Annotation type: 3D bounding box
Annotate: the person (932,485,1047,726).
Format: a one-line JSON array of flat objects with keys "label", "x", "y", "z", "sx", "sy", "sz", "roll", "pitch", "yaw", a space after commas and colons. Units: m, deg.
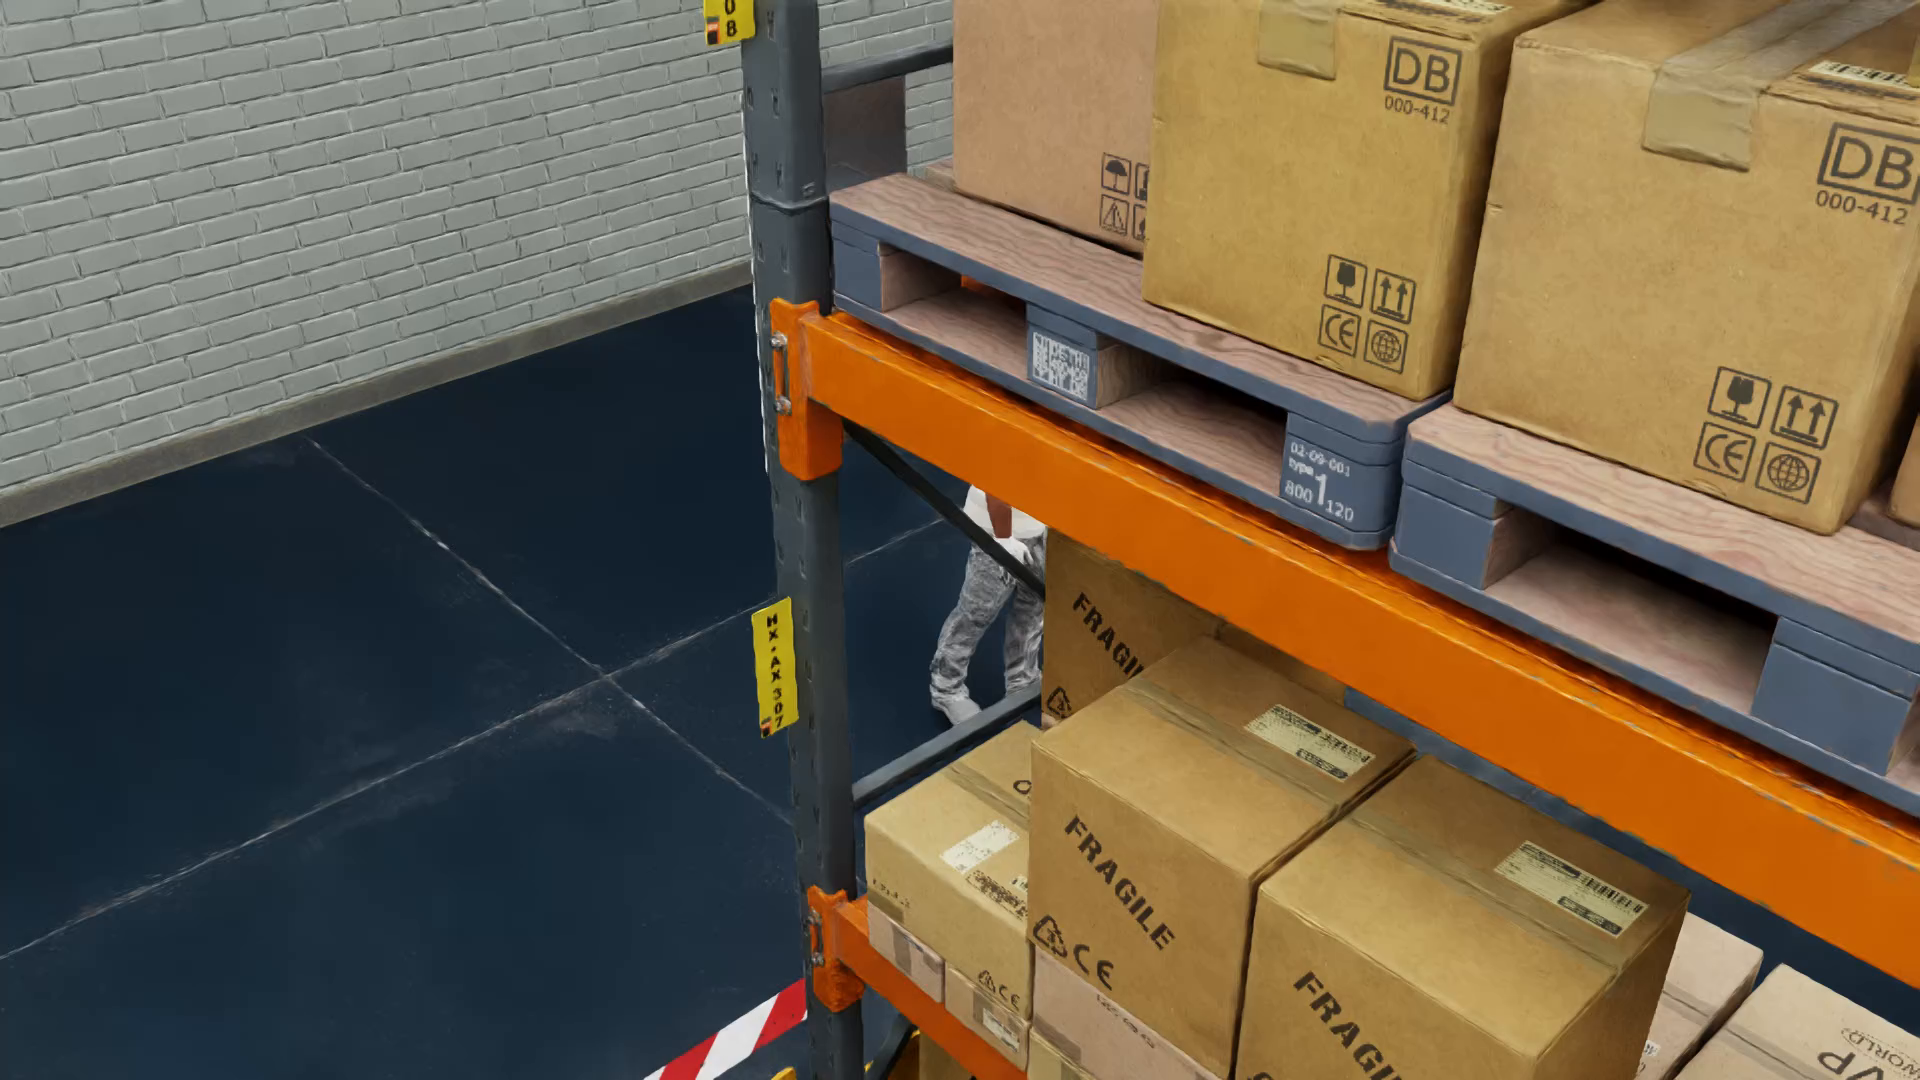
[{"label": "person", "x": 0.185, "y": -0.095, "z": 6.273, "sx": 0.568, "sy": 1.777, "sz": 0.574, "roll": 7, "pitch": 32, "yaw": 11}]
